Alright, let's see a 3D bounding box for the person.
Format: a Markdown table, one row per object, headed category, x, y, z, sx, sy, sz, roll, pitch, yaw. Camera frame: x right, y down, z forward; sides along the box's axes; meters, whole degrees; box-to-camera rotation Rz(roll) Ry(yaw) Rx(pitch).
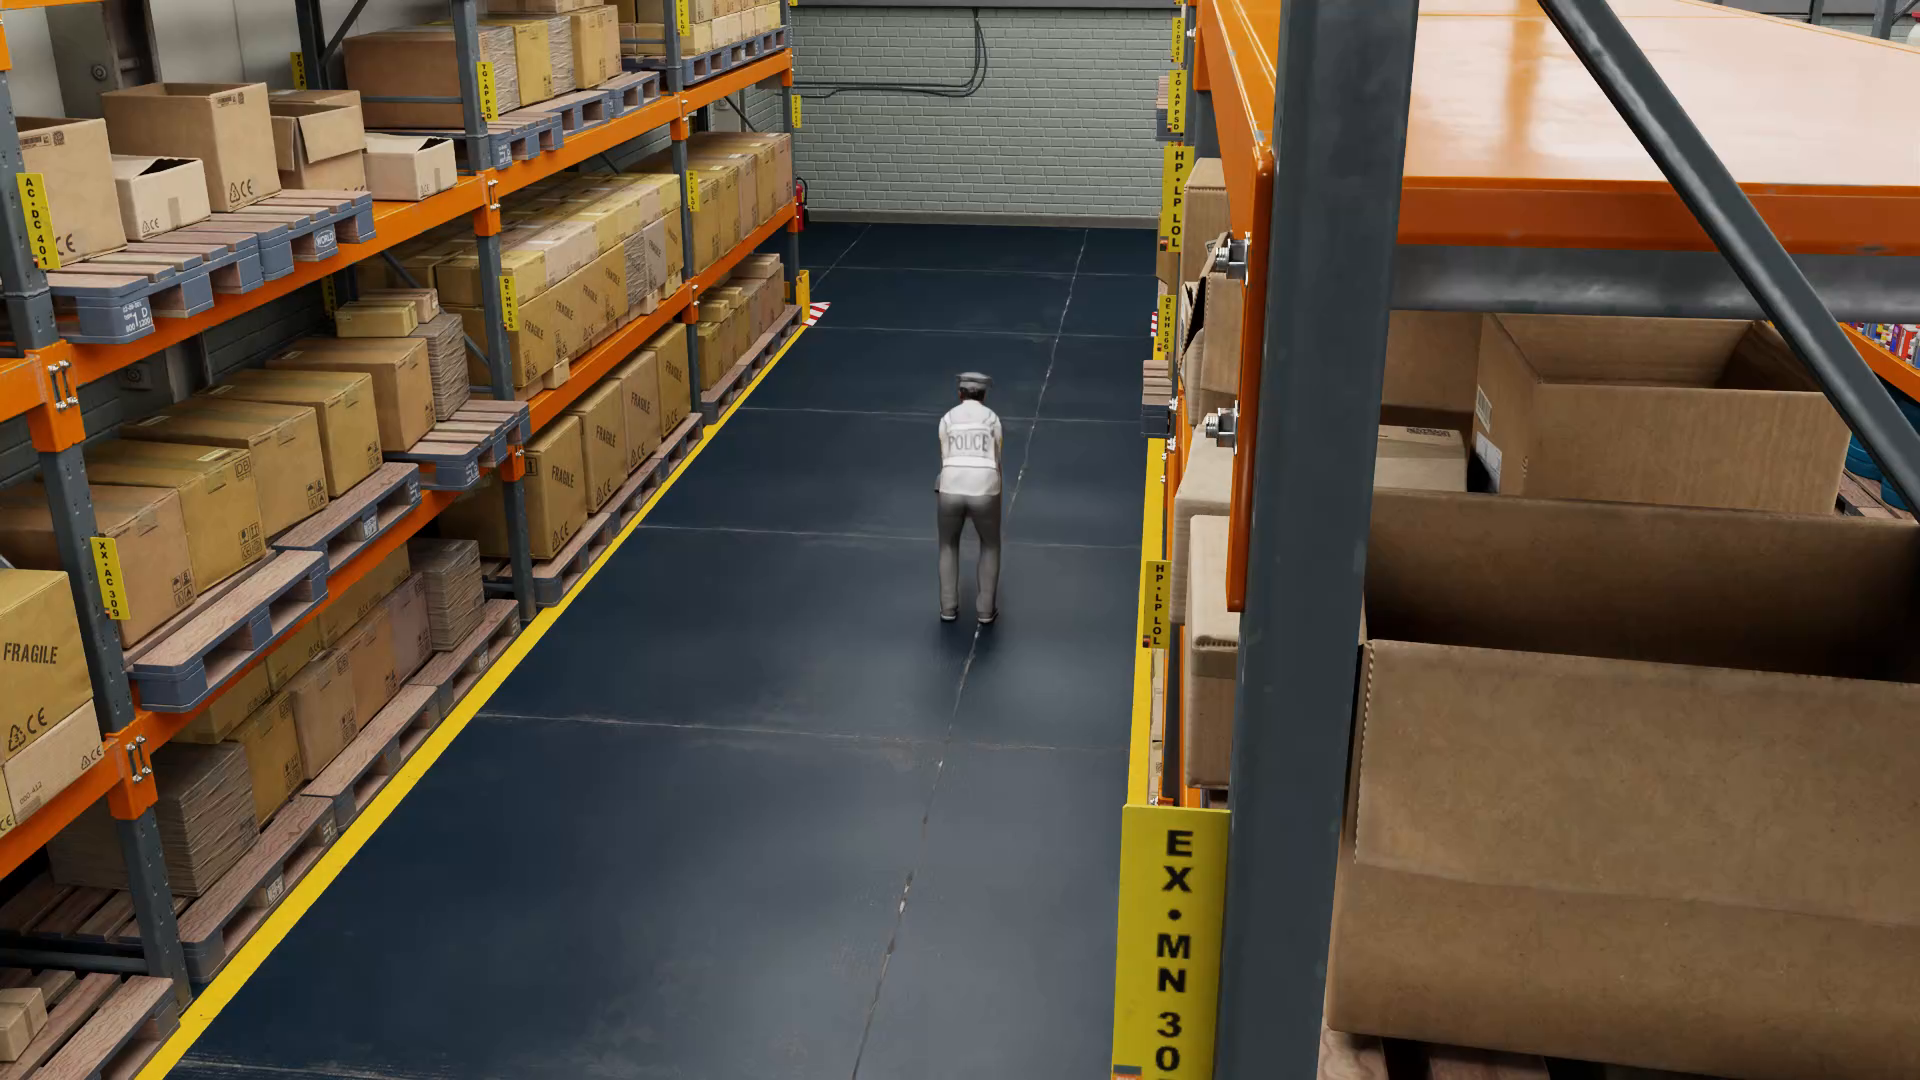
| category | x | y | z | sx | sy | sz | roll | pitch | yaw |
| --- | --- | --- | --- | --- | --- | --- | --- | --- | --- |
| person | 0.046 | -0.285 | 10.320 | 0.517 | 1.656 | 0.397 | 1 | 21 | 4 |
